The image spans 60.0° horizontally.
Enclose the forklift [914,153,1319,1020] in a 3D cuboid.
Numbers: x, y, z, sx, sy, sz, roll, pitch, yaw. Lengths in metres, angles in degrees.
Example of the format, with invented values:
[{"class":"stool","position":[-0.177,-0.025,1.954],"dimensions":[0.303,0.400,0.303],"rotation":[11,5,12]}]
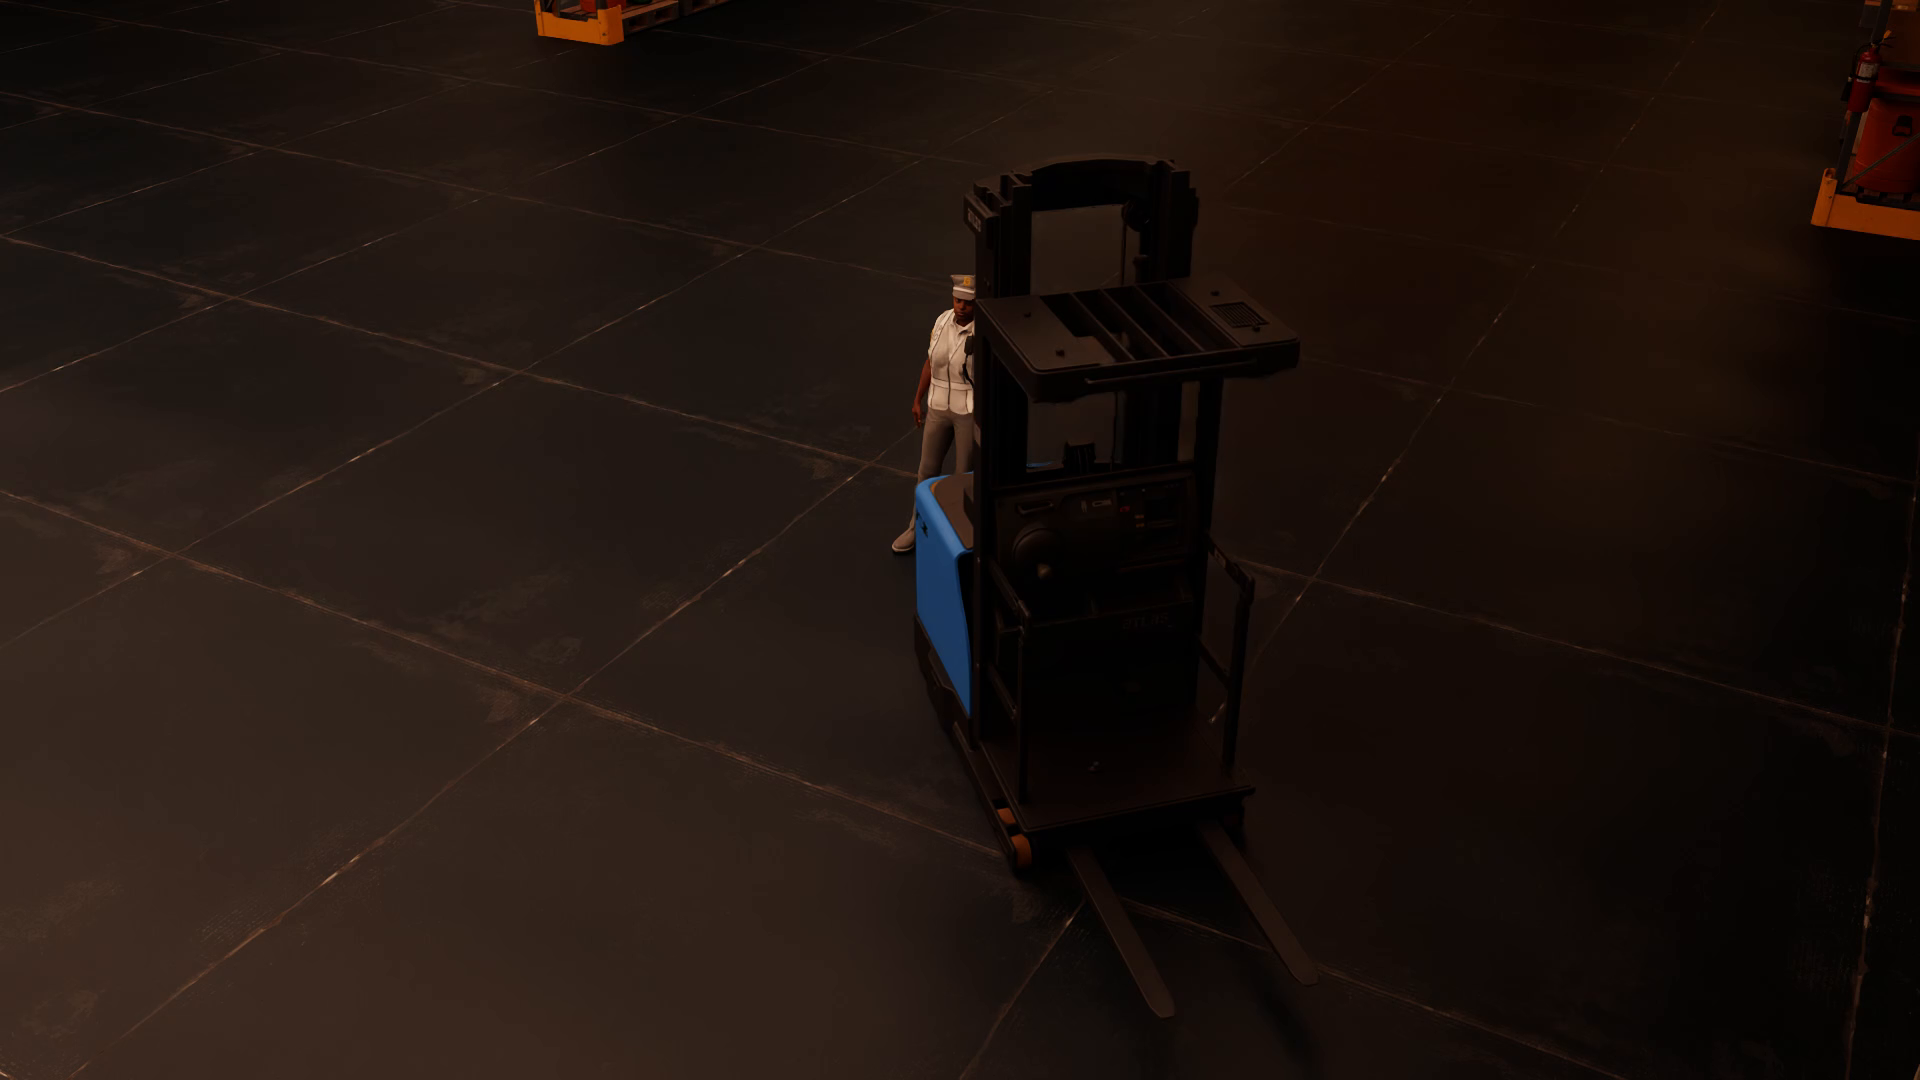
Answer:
[{"class":"forklift","position":[0.664,-0.012,7.091],"dimensions":[1.130,2.935,3.031],"rotation":[-8,31,-14]}]

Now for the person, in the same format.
[{"class":"person","position":[-0.054,-0.712,9.527],"dimensions":[0.570,1.697,0.528],"rotation":[15,33,25]}]
